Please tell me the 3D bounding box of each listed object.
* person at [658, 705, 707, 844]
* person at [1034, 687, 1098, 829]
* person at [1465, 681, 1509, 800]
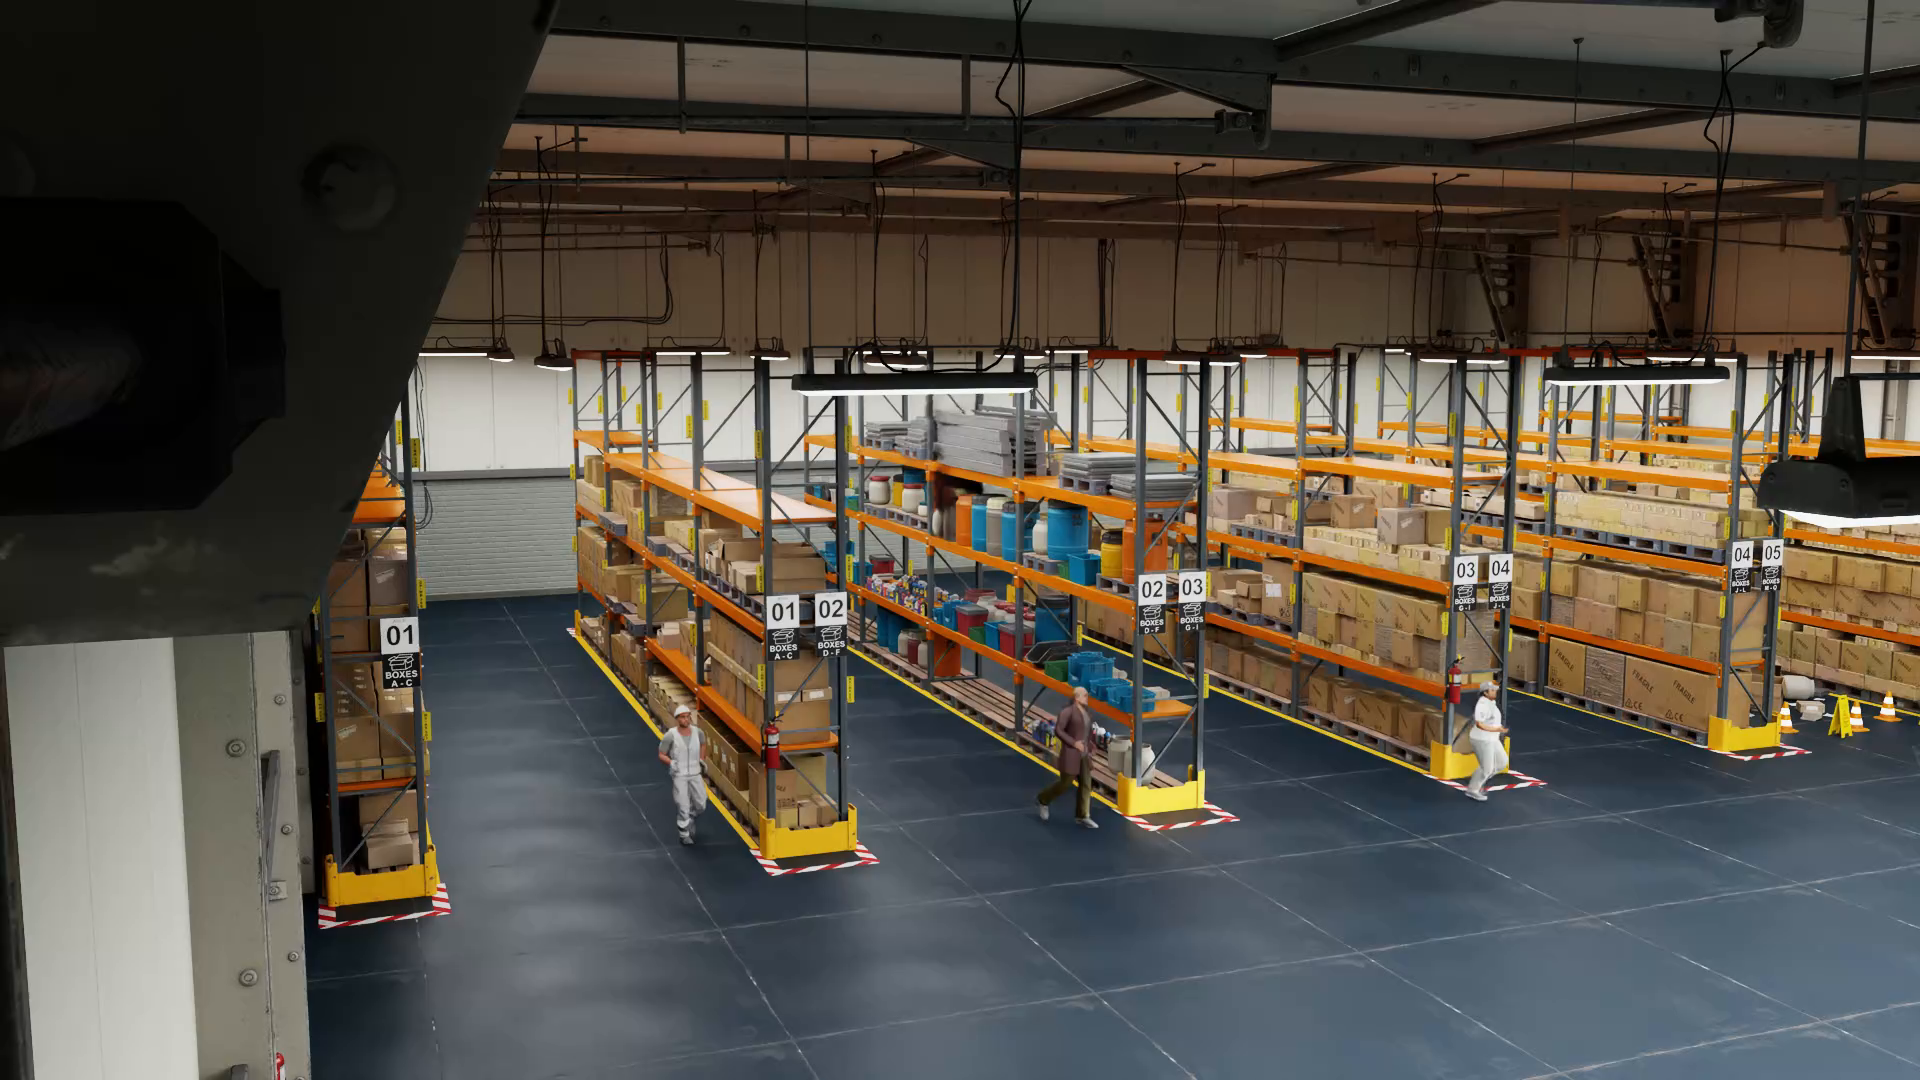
[{"bbox_3d":[-3.382,2.911,20.585,0.649,1.739,0.601,-4,8,-27],"label":"person"},{"bbox_3d":[1.508,2.773,21.577,0.950,1.759,0.766,6,10,42],"label":"person"},{"bbox_3d":[7.182,2.715,22.575,0.553,1.632,0.603,4,8,30],"label":"person"}]
